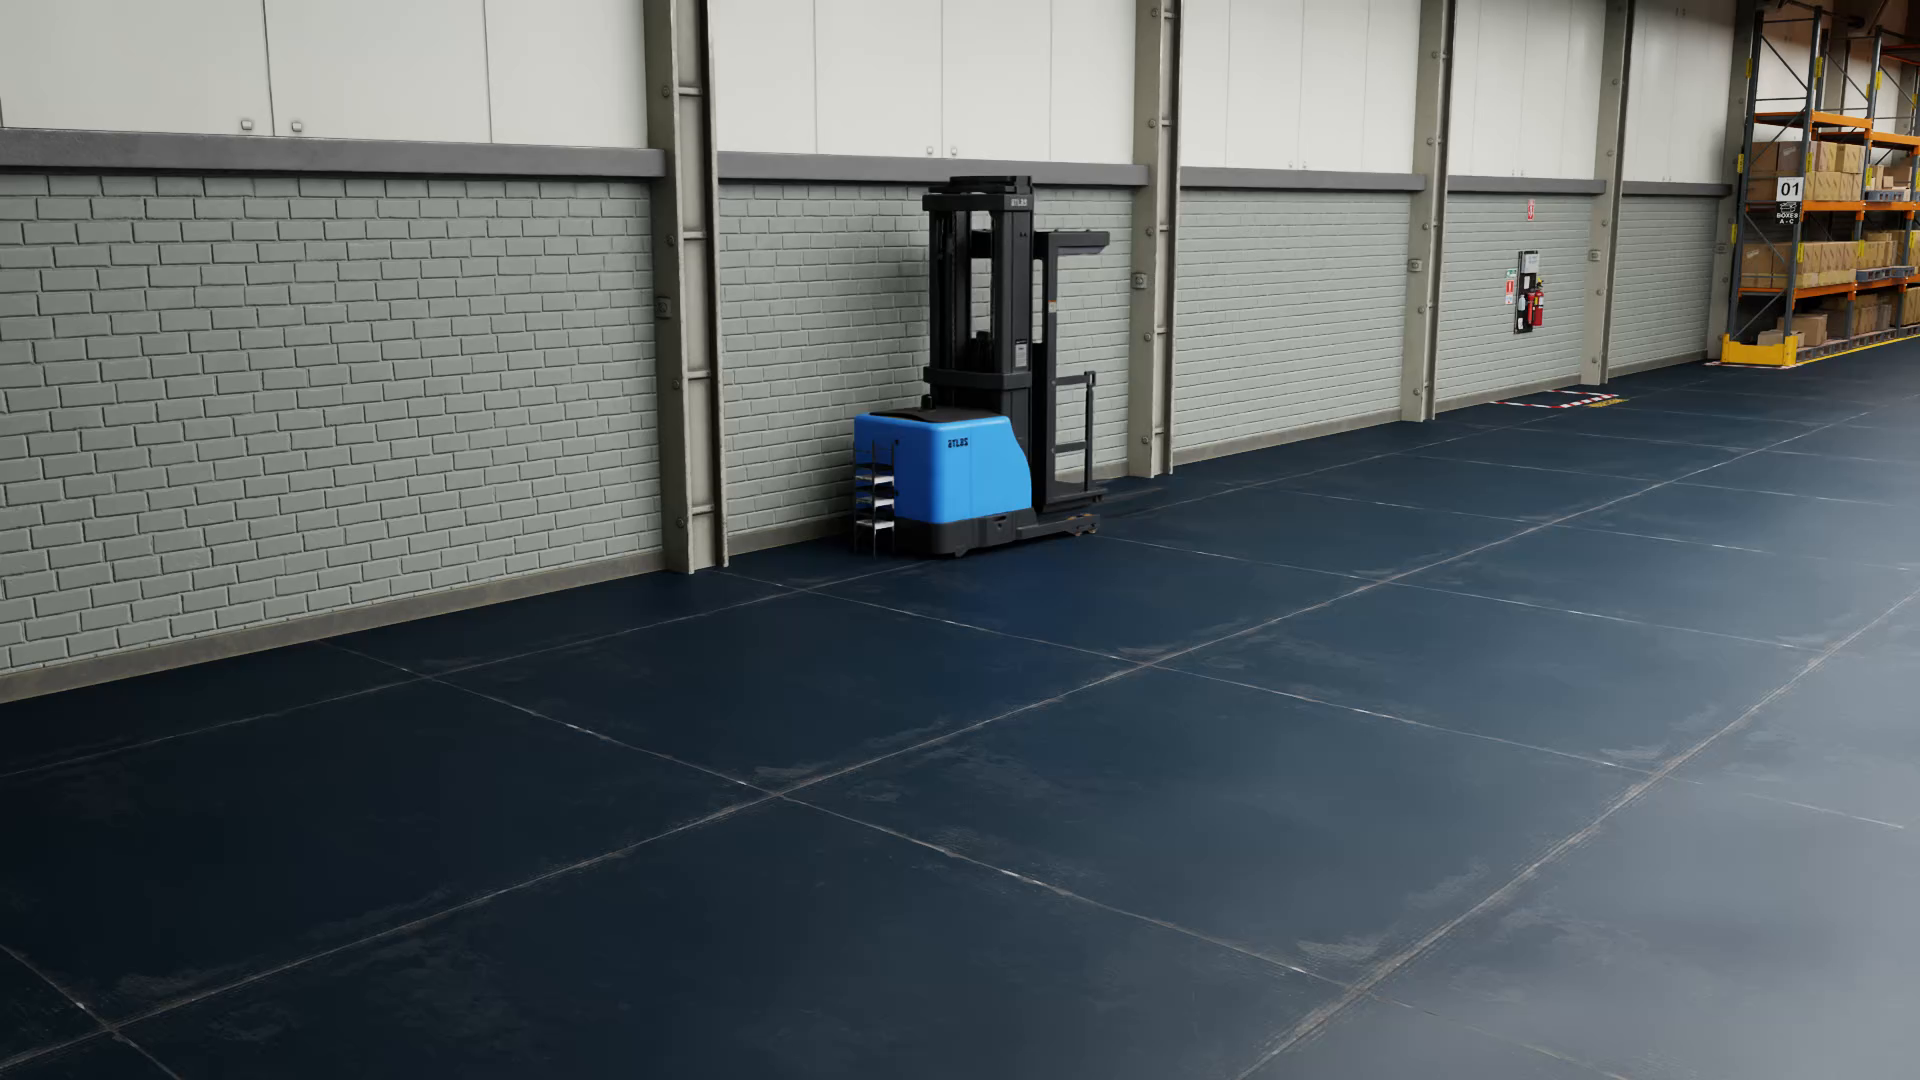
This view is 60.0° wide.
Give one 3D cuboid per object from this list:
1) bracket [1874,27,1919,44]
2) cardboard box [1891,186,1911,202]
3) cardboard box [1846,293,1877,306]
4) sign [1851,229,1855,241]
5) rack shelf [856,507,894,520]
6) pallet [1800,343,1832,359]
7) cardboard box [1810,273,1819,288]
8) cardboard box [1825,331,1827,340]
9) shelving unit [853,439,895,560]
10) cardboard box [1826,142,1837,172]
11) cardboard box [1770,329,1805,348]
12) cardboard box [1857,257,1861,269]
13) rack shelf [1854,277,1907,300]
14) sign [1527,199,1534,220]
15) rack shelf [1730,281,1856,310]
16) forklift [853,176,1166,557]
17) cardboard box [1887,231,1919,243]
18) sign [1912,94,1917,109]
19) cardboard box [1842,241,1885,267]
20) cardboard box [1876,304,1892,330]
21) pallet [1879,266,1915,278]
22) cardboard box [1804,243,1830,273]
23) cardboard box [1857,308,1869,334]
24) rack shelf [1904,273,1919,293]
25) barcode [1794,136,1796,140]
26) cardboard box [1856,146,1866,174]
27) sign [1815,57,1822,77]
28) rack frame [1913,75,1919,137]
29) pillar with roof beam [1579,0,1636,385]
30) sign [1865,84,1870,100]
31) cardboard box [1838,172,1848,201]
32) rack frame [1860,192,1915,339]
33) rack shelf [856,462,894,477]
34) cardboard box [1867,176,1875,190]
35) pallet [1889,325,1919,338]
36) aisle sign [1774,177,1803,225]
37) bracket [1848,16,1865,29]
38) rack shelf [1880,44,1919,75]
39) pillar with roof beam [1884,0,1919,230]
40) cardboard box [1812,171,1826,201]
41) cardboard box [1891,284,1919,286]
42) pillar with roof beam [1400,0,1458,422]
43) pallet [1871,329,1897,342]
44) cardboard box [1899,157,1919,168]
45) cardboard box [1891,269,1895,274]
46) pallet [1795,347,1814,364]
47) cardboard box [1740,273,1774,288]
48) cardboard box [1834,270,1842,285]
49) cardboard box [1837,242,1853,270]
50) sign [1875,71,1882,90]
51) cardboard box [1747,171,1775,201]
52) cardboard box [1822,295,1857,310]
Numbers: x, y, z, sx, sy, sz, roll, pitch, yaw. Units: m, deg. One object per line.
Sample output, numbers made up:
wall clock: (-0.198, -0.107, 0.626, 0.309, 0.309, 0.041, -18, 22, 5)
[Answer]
bracket: (20.033, -10.779, 35.515, 0.076, 0.066, 4.783, 10, 15, 40)
cardboard box: (19.027, -7.054, 33.886, 0.500, 0.311, 0.500, 10, 15, 40)
cardboard box: (18.440, -4.927, 34.064, 0.500, 0.250, 0.500, 10, 15, 41)
sign: (18.880, -6.396, 35.122, 0.100, 0.325, 0.005, 10, 15, 40)
rack shelf: (-0.674, -0.199, 13.040, 0.200, 0.077, 0.258, -11, 16, -44)
pallet: (15.437, -3.518, 30.785, 1.003, 0.211, 1.213, 10, 15, 40)
cardboard box: (14.911, -4.626, 29.544, 0.500, 0.250, 0.500, 9, 15, 39)
cardboard box: (16.328, -3.913, 31.753, 0.380, 0.166, 0.250, 7, 14, 33)
shelving unit: (-0.674, -0.320, 13.016, 0.210, 0.900, 0.258, -11, 16, -44)
cardboard box: (15.154, -6.770, 29.430, 0.500, 0.500, 0.500, 10, 15, 42)
cardboard box: (14.919, -3.652, 30.077, 0.500, 0.311, 0.500, -11, 15, -43)
cardboard box: (17.020, -5.504, 32.232, 0.700, 0.500, 0.500, 10, 15, 41)
rack shelf: (17.979, -5.110, 33.476, 1.077, 0.370, 4.000, 10, 15, 40)
sign: (8.130, -4.702, 23.677, 0.001, 0.298, 0.199, 10, 15, 40)
rack shelf: (15.338, -4.522, 30.529, 1.077, 0.370, 4.000, 10, 15, 40)
forklift: (0.539, -1.529, 13.881, 3.031, 2.935, 1.130, -11, 16, -44)
cardboard box: (19.811, -6.368, 34.953, 0.500, 0.250, 0.500, 10, 15, 42)
sign: (21.539, -9.899, 37.508, 0.100, 0.325, 0.005, 10, 15, 40)
cardboard box: (18.191, -5.766, 33.541, 0.700, 0.500, 0.500, 10, 15, 40)
cardboard box: (18.863, -4.635, 34.516, 0.700, 0.500, 0.500, 10, 15, 41)
pallet: (18.909, -5.545, 34.304, 1.213, 0.211, 1.003, 10, 15, 40)
cardboard box: (15.239, -5.062, 29.816, 0.500, 0.500, 0.500, 9, 14, 39)
cardboard box: (17.803, -4.422, 33.450, 0.700, 0.500, 0.500, 10, 15, 41)
rack shelf: (20.619, -5.699, 36.422, 1.077, 0.370, 4.000, 10, 15, 40)
barcode: (15.418, -7.423, 30.707, 0.001, 0.075, 0.075, 10, 15, 40)
cardboard box: (16.532, -7.080, 30.984, 0.500, 0.500, 0.500, 8, 14, 36)
sign: (14.426, -7.949, 27.948, 0.100, 0.325, 0.005, 10, 15, 40)
rack frame: (21.939, -9.288, 37.238, 1.000, 3.000, 0.127, 10, 15, 40)
pillar with roof beam: (13.104, -6.298, 22.267, 9.100, 9.000, 0.400, 10, 15, 40)
sign: (18.880, -9.306, 34.541, 0.100, 0.325, 0.005, 10, 15, 40)
cardboard box: (15.830, -6.433, 30.298, 0.500, 0.500, 0.500, 9, 14, 38)
rack frame: (19.299, -5.757, 34.879, 1.000, 3.000, 0.127, 10, 15, 40)
rack shelf: (-0.674, -0.552, 12.969, 0.200, 0.077, 0.258, -11, 16, -44)
cardboard box: (17.486, -6.963, 32.411, 0.500, 0.311, 0.500, 10, 15, 42)
pallet: (19.876, -4.496, 35.684, 1.003, 0.211, 1.213, 10, 15, 40)
aisle sign: (14.196, -5.806, 28.484, 0.394, 0.787, 0.004, 10, 15, 40)
bracket: (17.784, -10.278, 33.005, 0.235, 0.232, 0.430, 10, 15, 40)
rack shelf: (20.619, -10.271, 35.509, 1.077, 0.370, 4.000, 10, 15, 40)
pillar with roof beam: (24.986, -8.946, 35.526, 9.100, 9.000, 0.548, 10, 15, 40)
cardboard box: (14.808, -6.201, 29.137, 0.500, 0.500, 0.500, -11, 16, -44)
cardboard box: (21.024, -5.254, 36.775, 0.750, 0.750, 0.750, 10, 15, 42)
pillar with roof beam: (9.143, -5.415, 17.848, 9.100, 9.000, 0.400, 10, 15, 40)
pallet: (18.782, -4.275, 34.577, 1.003, 0.211, 1.213, 10, 15, 40)
cardboard box: (20.907, -8.254, 36.425, 0.500, 0.250, 0.500, 9, 15, 39)
cardboard box: (19.690, -5.663, 34.994, 0.380, 0.149, 0.250, 9, 15, 40)
pallet: (14.631, -3.339, 29.890, 1.003, 0.211, 1.213, 10, 15, 40)
cardboard box: (14.181, -4.611, 29.468, 0.500, 0.250, 0.500, 10, 15, 41)
cardboard box: (15.918, -4.848, 30.658, 0.500, 0.250, 0.500, 10, 15, 40)
cardboard box: (16.254, -5.289, 30.952, 0.500, 0.500, 0.500, 10, 15, 40)
sign: (17.054, -8.535, 30.881, 0.100, 0.325, 0.005, 10, 15, 40)
cardboard box: (14.103, -6.204, 29.151, 0.500, 0.500, 0.500, -11, 16, -43)
cardboard box: (17.420, -4.702, 32.940, 0.500, 0.250, 0.500, 9, 15, 39)
